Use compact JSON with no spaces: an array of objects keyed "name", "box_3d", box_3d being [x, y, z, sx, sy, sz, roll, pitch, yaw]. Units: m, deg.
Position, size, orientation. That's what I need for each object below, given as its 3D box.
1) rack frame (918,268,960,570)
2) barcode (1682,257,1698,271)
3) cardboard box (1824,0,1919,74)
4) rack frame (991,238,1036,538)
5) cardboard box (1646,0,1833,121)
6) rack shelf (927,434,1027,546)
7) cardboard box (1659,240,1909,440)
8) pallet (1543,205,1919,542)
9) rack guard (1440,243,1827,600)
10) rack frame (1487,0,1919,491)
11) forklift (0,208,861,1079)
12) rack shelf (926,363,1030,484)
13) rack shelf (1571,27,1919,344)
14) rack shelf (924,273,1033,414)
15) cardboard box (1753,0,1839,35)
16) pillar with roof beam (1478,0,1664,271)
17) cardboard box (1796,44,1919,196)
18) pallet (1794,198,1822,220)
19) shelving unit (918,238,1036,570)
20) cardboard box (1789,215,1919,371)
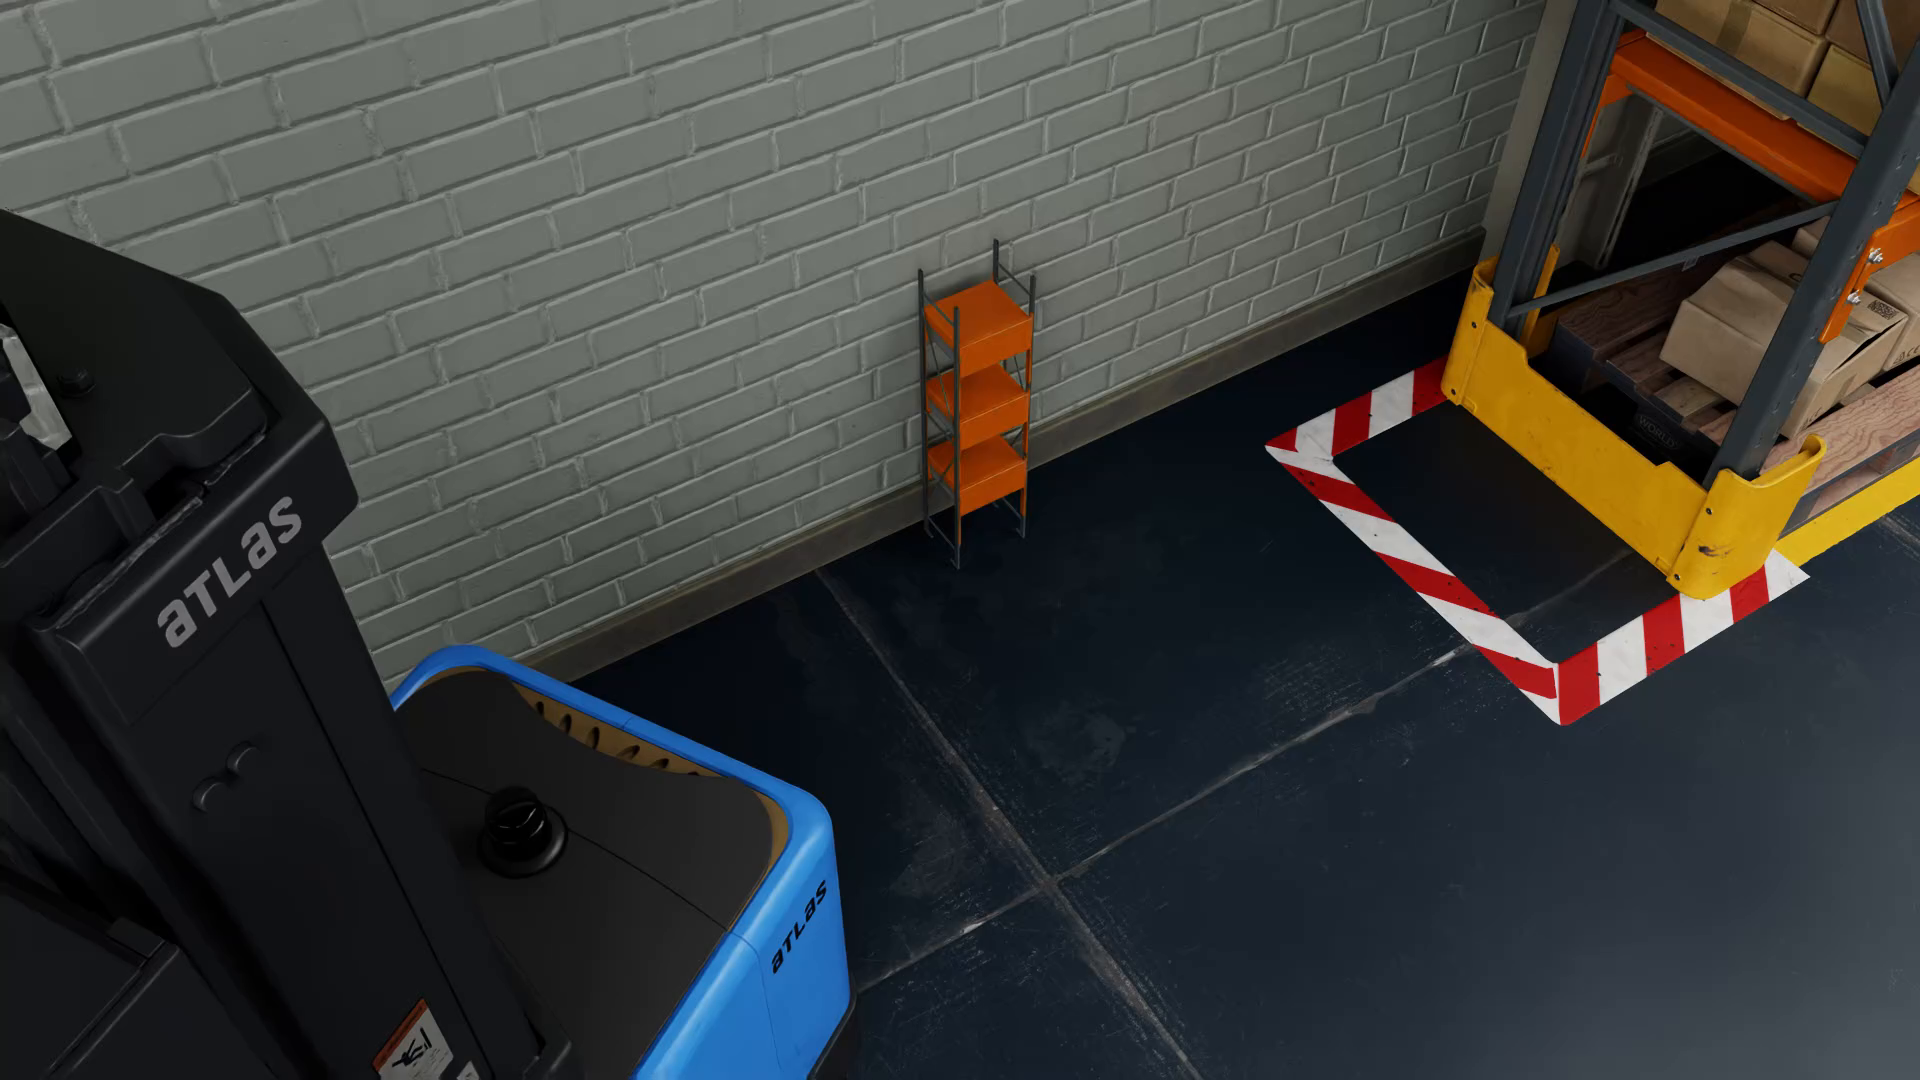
[{"name":"rack frame","box_3d":[-0.058,-0.322,4.834,0.008,1.050,0.200,-25,53,-21]},{"name":"barcode","box_3d":[2.454,-0.937,5.576,0.075,0.075,0.001,-25,53,-21]},{"name":"cardboard box","box_3d":[2.583,-1.410,4.082,0.500,0.500,0.500,-25,53,-21]},{"name":"rack frame","box_3d":[0.148,-0.419,4.920,0.008,1.050,0.200,-25,53,-21]},{"name":"cardboard box","box_3d":[2.310,-1.469,4.637,0.500,0.250,0.500,-25,53,-20]},{"name":"rack shelf","box_3d":[0.045,-0.179,5.092,0.240,0.259,0.215,-25,53,-21]},{"name":"cardboard box","box_3d":[2.652,-0.674,5.348,0.500,0.311,0.500,-31,55,-25]},{"name":"pallet","box_3d":[2.789,-0.608,5.650,1.213,0.211,1.003,-25,53,-21]},{"name":"rack guard","box_3d":[2.083,-0.402,5.274,0.348,0.500,1.175,-25,53,-21]},{"name":"rack frame","box_3d":[2.018,-1.203,4.313,0.127,3.000,1.000,-25,53,-21]},{"name":"forklift","box_3d":[-1.359,1.090,2.316,1.130,2.935,3.031,21,52,18]},{"name":"rack shelf","box_3d":[0.045,-0.363,4.885,0.240,0.259,0.215,-25,53,-21]},{"name":"rack shelf","box_3d":[3.710,-1.761,5.291,4.000,0.370,1.077,-25,53,-21]},{"name":"rack shelf","box_3d":[0.045,-0.552,4.673,0.240,0.259,0.215,-25,53,-21]},{"name":"cardboard box","box_3d":[2.304,-1.732,4.368,0.500,0.500,0.500,-26,53,-21]},{"name":"pillar with roof beam","box_3d":[4.446,-1.305,0.386,0.400,9.000,9.100,-25,53,-21]},{"name":"cardboard box","box_3d":[2.601,-1.154,4.356,0.500,0.250,0.500,-27,54,-22]},{"name":"pallet","box_3d":[3.819,-1.091,6.080,1.213,0.211,1.003,-25,53,-21]},{"name":"shelving unit","box_3d":[0.045,-0.370,4.877,0.252,1.050,0.215,-25,53,-21]},{"name":"cardboard box","box_3d":[3.134,-0.901,5.550,0.500,0.311,0.500,-21,52,-18]}]
